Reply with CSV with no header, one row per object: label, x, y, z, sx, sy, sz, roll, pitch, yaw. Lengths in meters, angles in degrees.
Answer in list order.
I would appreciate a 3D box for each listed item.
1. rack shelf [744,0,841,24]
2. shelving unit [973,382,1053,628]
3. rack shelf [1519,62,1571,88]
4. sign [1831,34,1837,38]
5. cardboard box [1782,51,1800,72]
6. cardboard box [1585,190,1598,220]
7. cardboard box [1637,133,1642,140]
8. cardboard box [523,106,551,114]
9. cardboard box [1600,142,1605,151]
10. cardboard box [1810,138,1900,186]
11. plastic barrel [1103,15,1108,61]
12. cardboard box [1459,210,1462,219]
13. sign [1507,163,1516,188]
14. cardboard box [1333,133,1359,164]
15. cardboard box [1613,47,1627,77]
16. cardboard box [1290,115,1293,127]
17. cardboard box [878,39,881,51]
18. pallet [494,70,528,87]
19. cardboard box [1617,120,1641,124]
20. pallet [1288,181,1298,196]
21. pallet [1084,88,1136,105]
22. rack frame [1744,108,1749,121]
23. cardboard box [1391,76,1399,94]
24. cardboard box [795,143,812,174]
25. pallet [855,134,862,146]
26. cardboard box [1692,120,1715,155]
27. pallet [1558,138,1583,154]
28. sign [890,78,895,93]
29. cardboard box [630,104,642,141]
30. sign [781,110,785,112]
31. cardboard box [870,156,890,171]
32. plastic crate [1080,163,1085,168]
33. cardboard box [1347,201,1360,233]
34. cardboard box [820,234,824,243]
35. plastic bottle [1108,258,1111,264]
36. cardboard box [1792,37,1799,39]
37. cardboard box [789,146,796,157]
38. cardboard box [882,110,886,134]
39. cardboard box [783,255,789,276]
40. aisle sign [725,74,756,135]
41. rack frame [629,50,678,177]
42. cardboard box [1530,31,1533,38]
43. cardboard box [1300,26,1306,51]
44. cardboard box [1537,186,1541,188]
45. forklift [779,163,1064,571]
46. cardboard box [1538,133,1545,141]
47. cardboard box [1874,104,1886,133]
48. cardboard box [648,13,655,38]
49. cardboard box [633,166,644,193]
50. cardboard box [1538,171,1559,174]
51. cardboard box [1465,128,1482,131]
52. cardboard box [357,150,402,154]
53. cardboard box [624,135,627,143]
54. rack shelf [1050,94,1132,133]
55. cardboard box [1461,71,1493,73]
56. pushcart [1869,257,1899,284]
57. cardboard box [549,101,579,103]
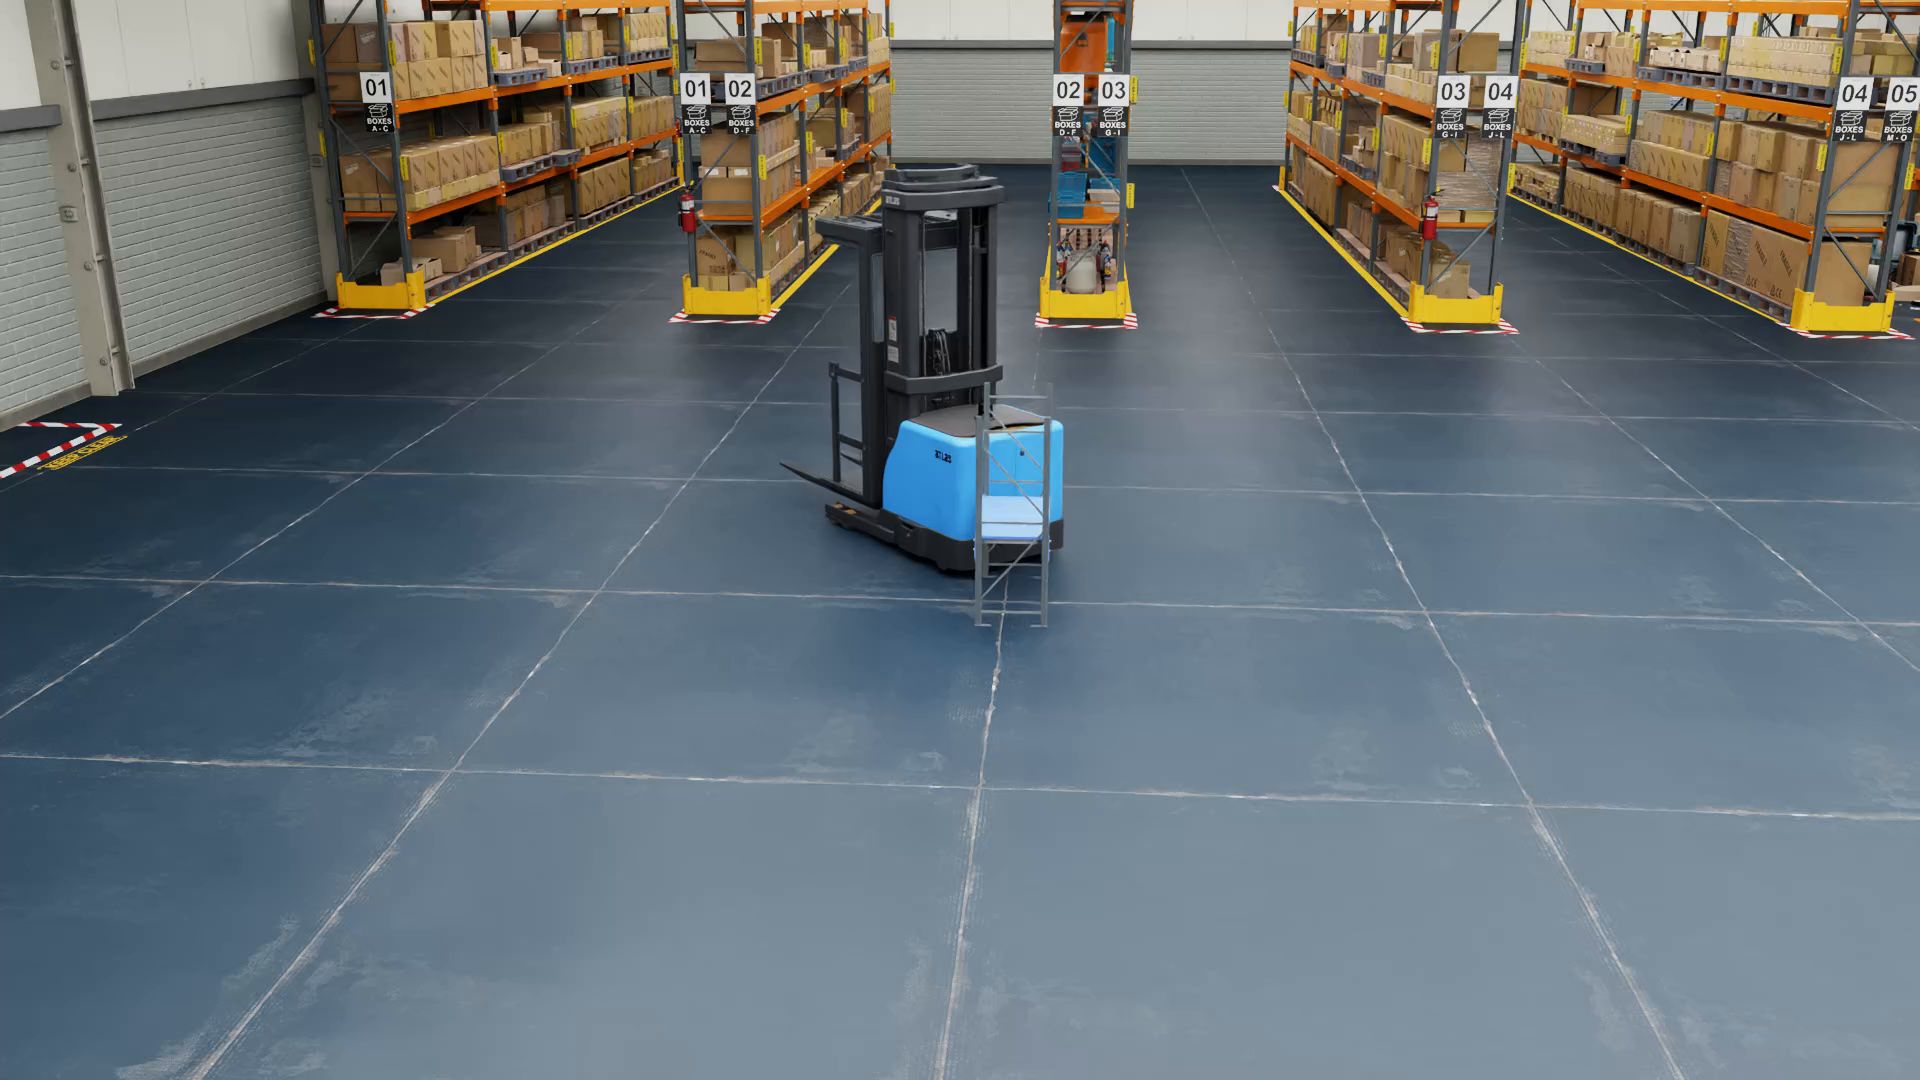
rack shelf,-2.788,-8.772,27.539,1.077,0.370,4.000,1,18,4
shelving unit,0.390,-0.270,11.837,0.538,1.500,1.048,1,18,4
rack shelf,12.606,-9.657,34.414,1.077,0.370,4.000,1,18,4
sign,16.853,-9.593,32.109,0.100,0.325,0.005,1,18,4
cardboard box,11.432,-6.437,22.361,0.500,0.250,0.500,1,18,4
cardboard box,12.024,-6.257,31.042,0.500,0.500,0.500,0,18,1
cardboard box,12.444,-7.244,29.965,0.380,0.149,0.250,1,18,2
cardboard box,-7.812,-7.885,30.794,0.500,0.250,0.500,2,18,5
cardboard box,11.790,-7.110,30.034,0.380,0.149,0.250,2,18,5
cardboard box,11.667,-4.924,21.657,0.875,0.550,0.550,1,18,4
plastic barrel,2.339,-8.968,29.792,0.600,0.830,0.708,1,18,4
cardboard box,6.957,-4.408,22.462,0.380,0.149,0.250,1,18,4
sign,7.203,-4.766,21.762,0.100,0.325,0.005,1,18,4
cardboard box,7.024,-7.058,29.985,0.500,0.500,0.500,2,18,6
cardboard box,11.986,-8.521,29.633,0.500,0.500,0.500,1,18,4
cardboard box,7.475,-9.102,36.146,0.500,0.250,0.500,1,18,3
cardboard box,-1.959,-10.519,35.329,0.500,0.250,0.500,1,18,4
pallet,-7.723,-7.467,26.877,1.213,0.211,1.003,1,18,4
cardboard box,12.534,-7.781,31.126,0.380,0.149,0.250,0,18,1
pallet,7.830,-7.761,36.770,1.003,0.211,1.213,1,18,4
pallet,1.879,-6.068,22.611,1.003,0.211,1.213,1,18,4
rack frame,17.693,-9.115,36.424,1.000,3.000,0.127,1,18,4
cardboard box,6.628,-6.665,24.370,0.500,0.250,0.500,1,18,3
cardboard box,-2.787,-6.437,28.088,0.500,0.500,0.500,1,18,4
pallet,-2.525,-7.979,33.266,1.003,0.211,1.213,1,18,4
cardboard box,11.953,-6.304,26.078,0.700,0.500,0.500,1,18,3
pallet,12.262,-7.627,32.189,1.003,0.211,1.213,1,18,4
sign,-1.519,-10.240,37.491,0.100,0.325,0.005,1,18,4
cardboard box,-7.244,-8.736,34.786,0.980,0.700,0.700,2,18,5
sign,-3.187,-7.596,30.055,0.100,0.325,0.005,1,18,4
cardboard box,-1.865,-8.405,37.566,0.500,0.500,0.500,1,18,4
plastic crate,1.852,-6.166,27.765,0.450,0.188,0.662,1,18,4
cardboard box,7.207,-5.664,29.200,0.700,0.500,0.500,0,18,1
cardboard box,-2.583,-5.164,28.107,0.500,0.250,0.500,1,18,2
plastic bottle,2.197,-4.022,24.536,0.061,0.283,0.133,2,18,5
cardboard box,12.144,-7.122,23.812,0.380,0.149,0.250,1,18,4
cardboard box,-2.757,-6.021,25.780,0.380,0.149,0.250,1,18,3
cardboard box,-1.907,-9.145,36.354,0.500,0.500,0.500,1,18,4
cardboard box,-2.849,-4.110,24.889,0.500,0.250,0.500,1,18,4
aisle sign,-2.918,-5.797,22.124,0.394,0.787,0.004,1,18,4
rack frame,-7.013,-9.668,38.111,1.000,3.000,0.127,1,18,4
cardboard box,12.498,-10.880,35.790,0.380,0.149,0.250,1,18,3
cardboard box,7.665,-10.722,35.514,0.700,0.500,0.500,1,18,2
cardboard box,12.310,-7.327,34.871,0.380,0.149,0.250,2,18,5
forklift,-0.460,-1.557,13.467,1.130,2.935,3.031,-13,22,-34
cardboard box,12.289,-8.414,34.686,0.380,0.149,0.250,2,18,5
cardboard box,16.967,-7.633,30.135,0.500,0.500,0.500,1,18,4
cardboard box,-6.869,-11.075,35.789,0.500,0.500,0.500,0,18,1
cardboard box,-7.144,-7.667,35.345,0.700,0.500,0.500,2,18,5
cardboard box,12.375,-7.677,34.984,0.380,0.149,0.250,1,18,4
cardboard box,7.016,-5.351,22.692,0.500,0.500,0.500,1,18,4
cardboard box,-8.292,-5.301,23.787,0.500,0.500,0.500,2,18,5
cardboard box,-7.041,-8.205,34.016,0.380,0.149,0.250,1,18,4
rack shelf,1.865,-6.182,23.811,1.077,0.370,4.000,1,18,4
cardboard box,7.035,-6.309,22.643,0.380,0.149,0.250,1,18,4
pushcart,14.555,-4.177,25.566,1.648,0.377,0.936,-5,19,-15
cardboard box,-7.696,-8.363,32.254,0.500,0.250,0.500,1,18,3
